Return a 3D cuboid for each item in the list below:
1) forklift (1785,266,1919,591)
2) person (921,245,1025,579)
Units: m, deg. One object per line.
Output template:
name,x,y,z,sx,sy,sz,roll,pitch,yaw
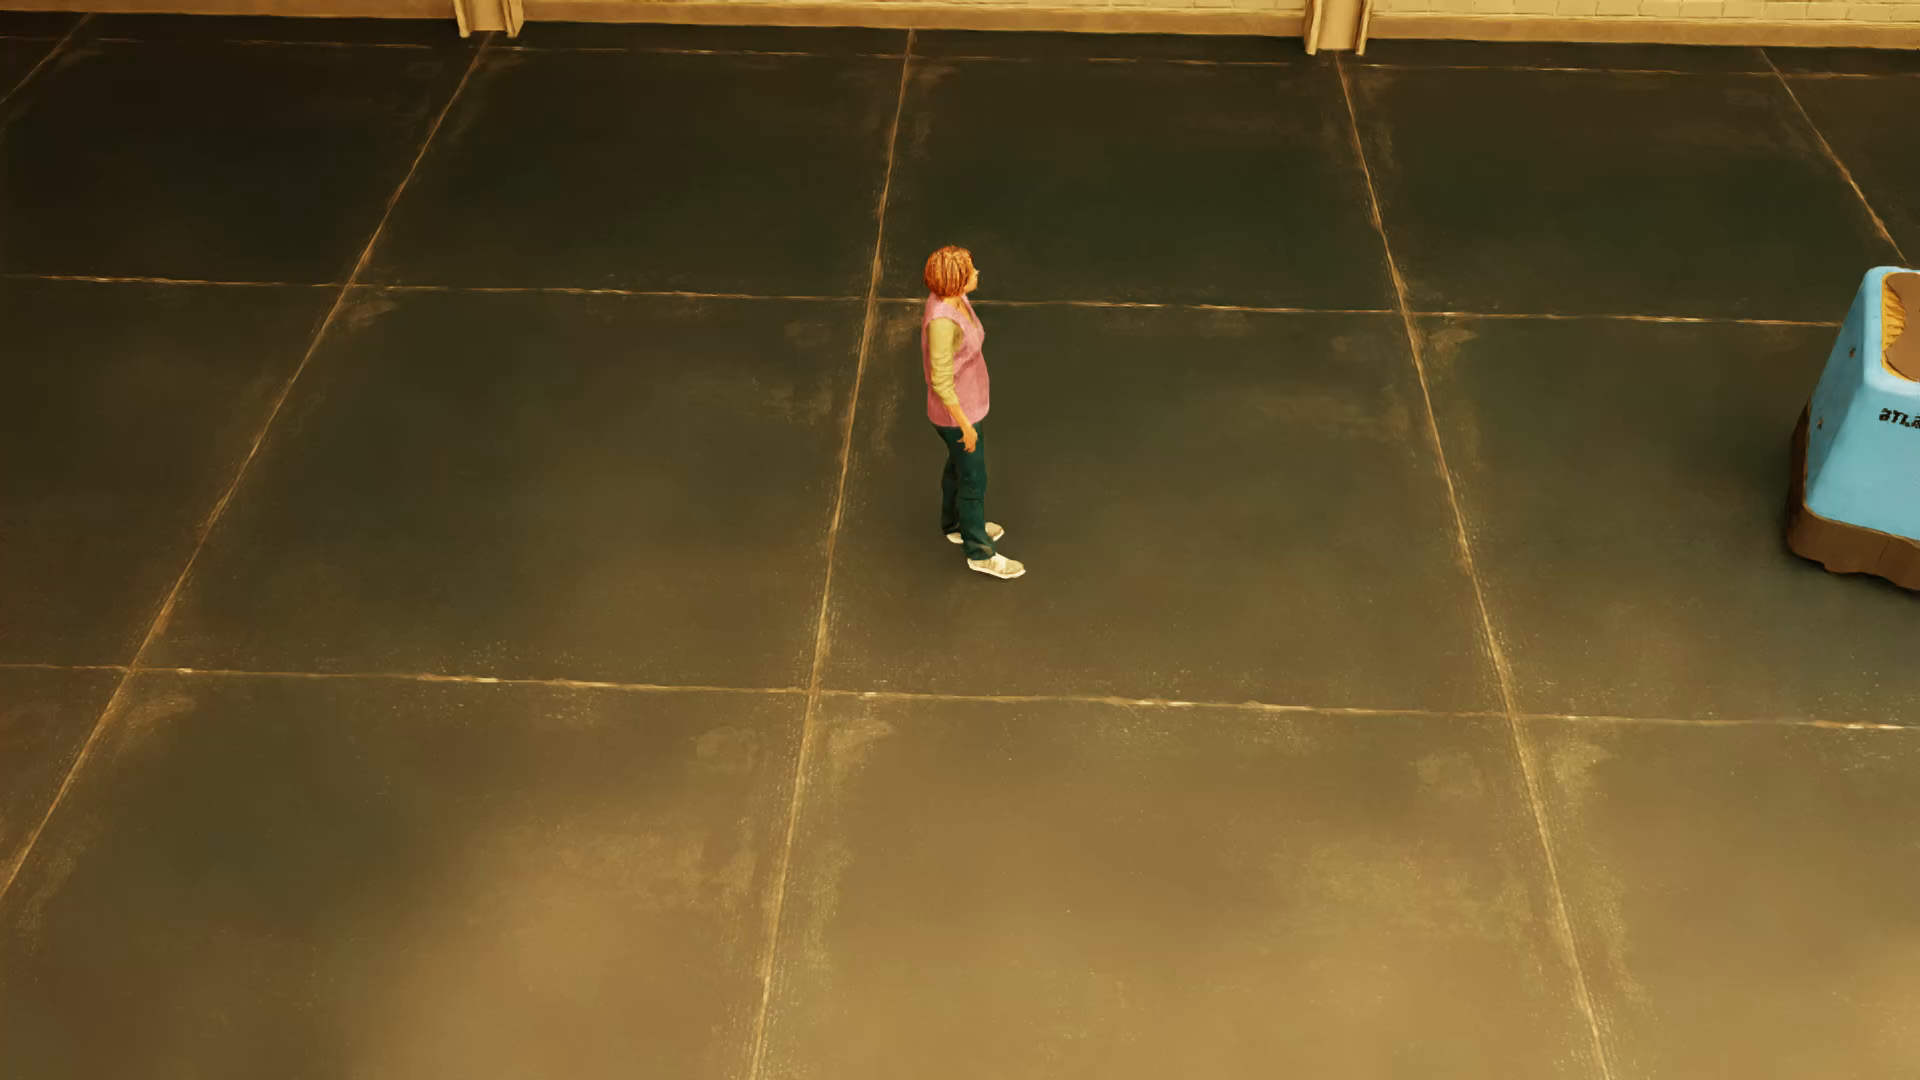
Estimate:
forklift,5.437,-0.905,6.733,3.031,2.935,1.130,16,45,16
person,0.073,-0.584,7.360,0.474,1.597,0.520,2,42,2
